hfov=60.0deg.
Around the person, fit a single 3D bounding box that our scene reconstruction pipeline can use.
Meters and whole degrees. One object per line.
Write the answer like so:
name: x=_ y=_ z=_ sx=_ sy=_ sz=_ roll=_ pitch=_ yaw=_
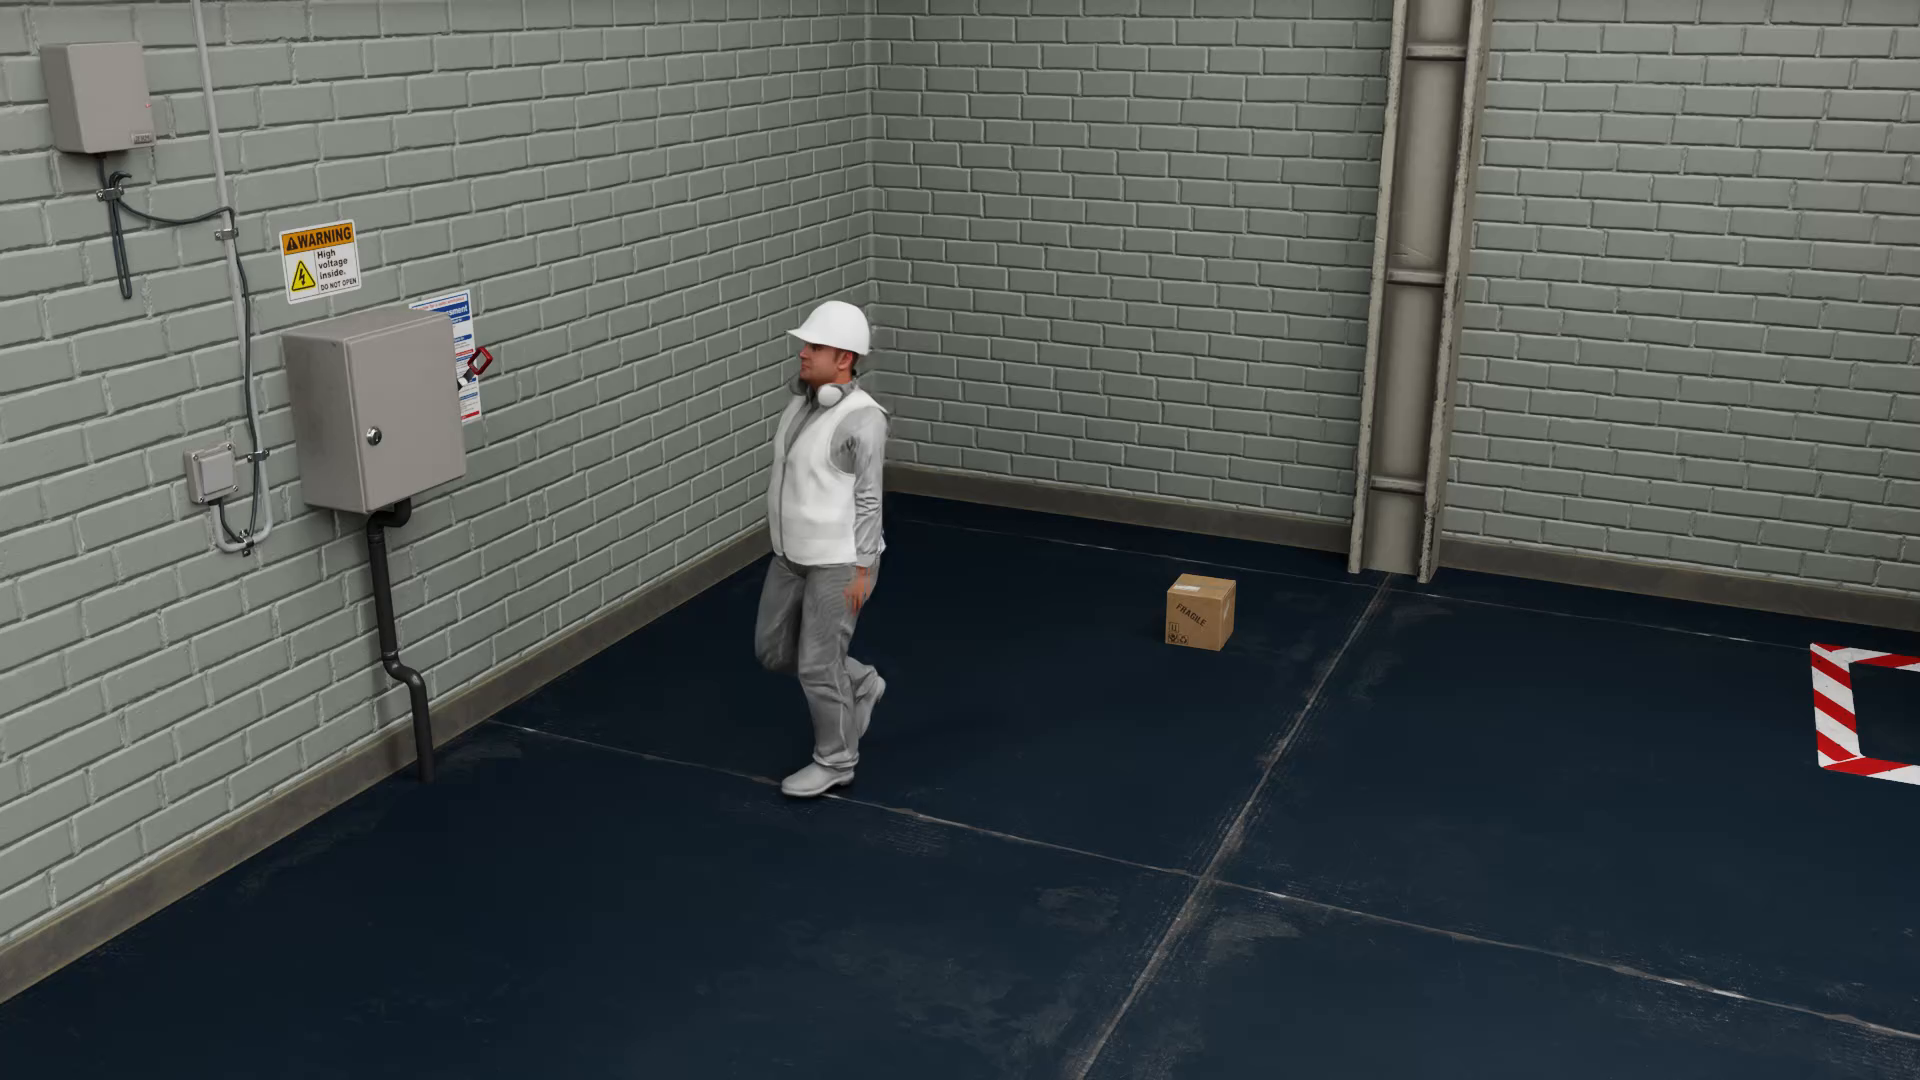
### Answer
person: x=-0.451 y=0.030 z=5.877 sx=0.543 sy=1.756 sz=0.529 roll=-13 pitch=23 yaw=-34
